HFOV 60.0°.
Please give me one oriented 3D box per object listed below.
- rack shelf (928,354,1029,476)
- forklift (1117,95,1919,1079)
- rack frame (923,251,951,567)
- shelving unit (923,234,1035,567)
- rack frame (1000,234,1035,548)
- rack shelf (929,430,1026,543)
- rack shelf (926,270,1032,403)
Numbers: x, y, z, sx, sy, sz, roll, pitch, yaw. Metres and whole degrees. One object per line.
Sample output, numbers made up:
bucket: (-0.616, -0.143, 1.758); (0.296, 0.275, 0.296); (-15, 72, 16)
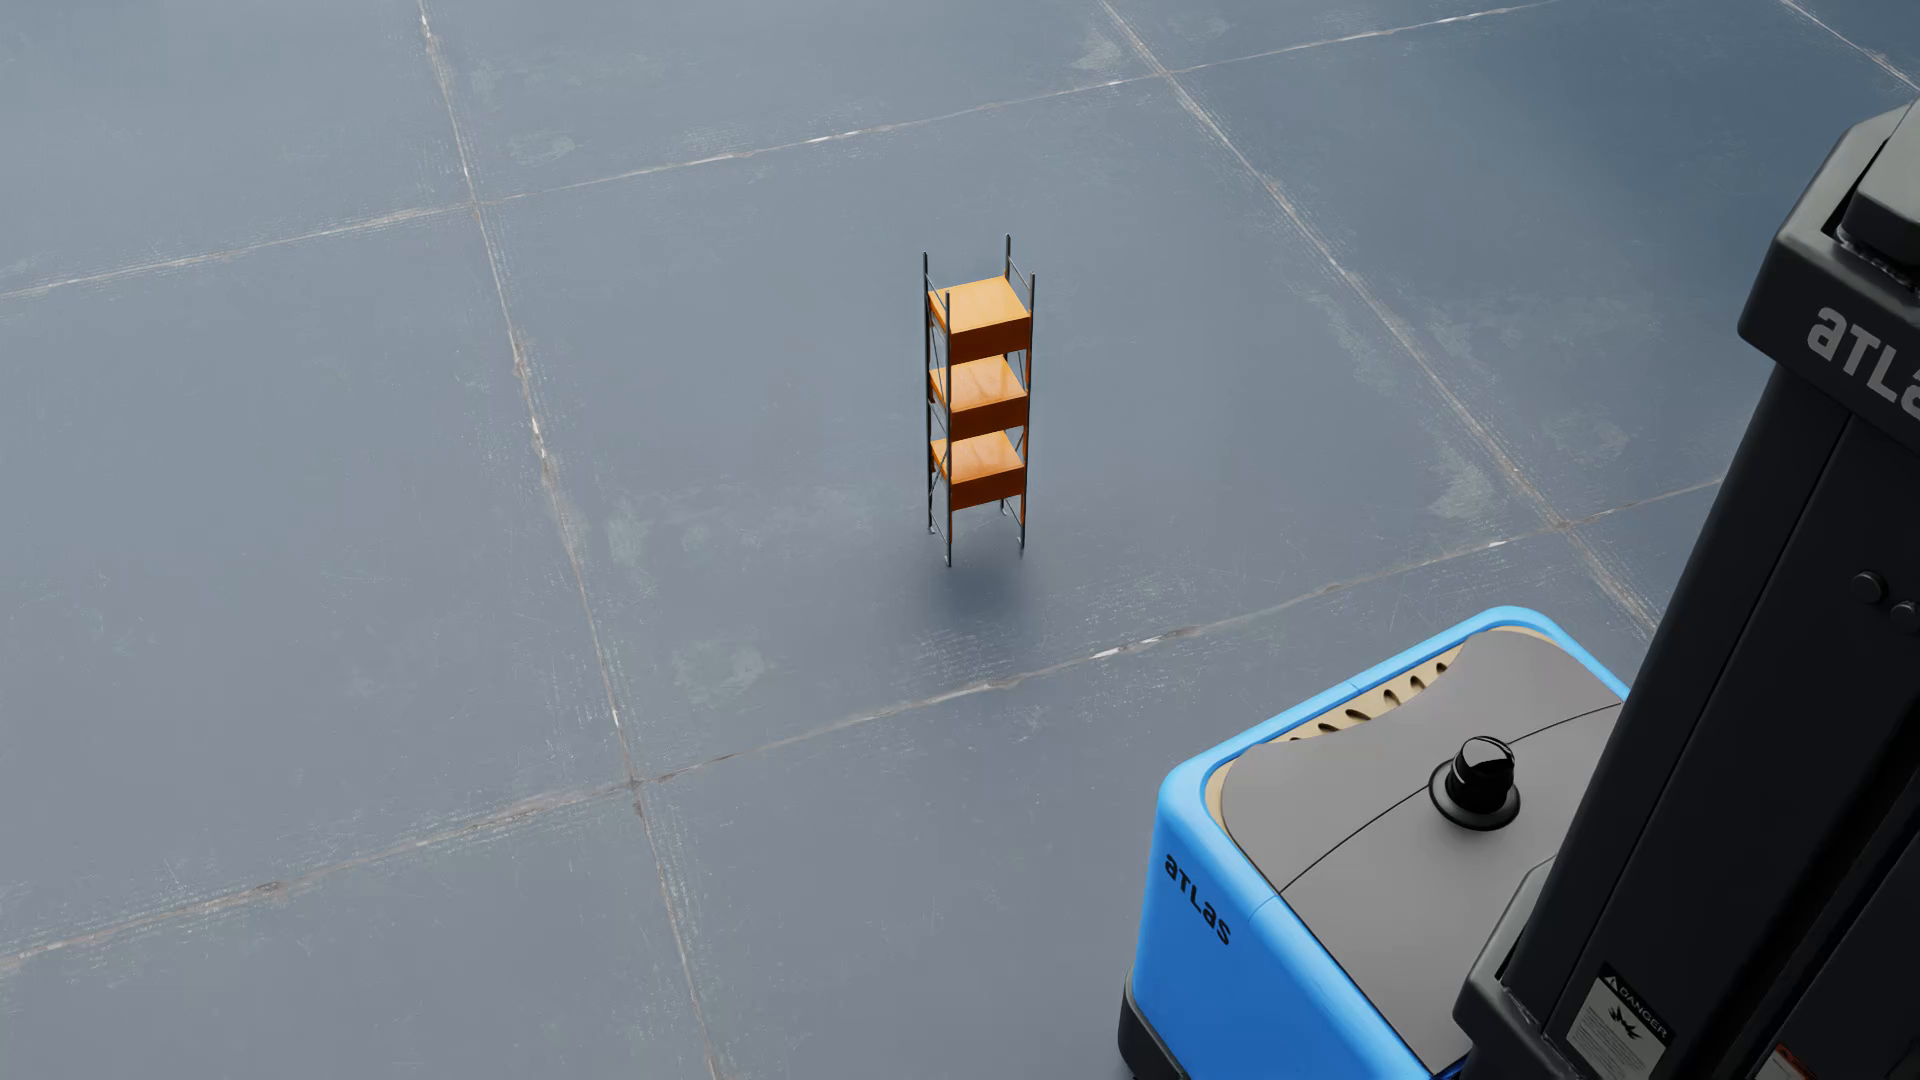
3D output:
rack shelf: (0.050, -0.376, 4.898); (0.240, 0.259, 0.215); (-14, 47, -14)
forklift: (1.558, 0.916, 2.268); (1.130, 2.935, 3.031); (-23, 49, -21)
rack frame: (-0.064, -0.354, 4.862); (0.008, 1.050, 0.200); (-14, 47, -14)
shelving unit: (0.050, -0.383, 4.891); (0.252, 1.050, 0.215); (-14, 47, -14)
rack frame: (0.165, -0.413, 4.920); (0.008, 1.050, 0.200); (-14, 47, -14)
rack shelf: (0.050, -0.180, 5.095); (0.240, 0.259, 0.215); (-14, 47, -14)
rack shelf: (0.050, -0.576, 4.697); (0.240, 0.259, 0.215); (-14, 47, -14)
